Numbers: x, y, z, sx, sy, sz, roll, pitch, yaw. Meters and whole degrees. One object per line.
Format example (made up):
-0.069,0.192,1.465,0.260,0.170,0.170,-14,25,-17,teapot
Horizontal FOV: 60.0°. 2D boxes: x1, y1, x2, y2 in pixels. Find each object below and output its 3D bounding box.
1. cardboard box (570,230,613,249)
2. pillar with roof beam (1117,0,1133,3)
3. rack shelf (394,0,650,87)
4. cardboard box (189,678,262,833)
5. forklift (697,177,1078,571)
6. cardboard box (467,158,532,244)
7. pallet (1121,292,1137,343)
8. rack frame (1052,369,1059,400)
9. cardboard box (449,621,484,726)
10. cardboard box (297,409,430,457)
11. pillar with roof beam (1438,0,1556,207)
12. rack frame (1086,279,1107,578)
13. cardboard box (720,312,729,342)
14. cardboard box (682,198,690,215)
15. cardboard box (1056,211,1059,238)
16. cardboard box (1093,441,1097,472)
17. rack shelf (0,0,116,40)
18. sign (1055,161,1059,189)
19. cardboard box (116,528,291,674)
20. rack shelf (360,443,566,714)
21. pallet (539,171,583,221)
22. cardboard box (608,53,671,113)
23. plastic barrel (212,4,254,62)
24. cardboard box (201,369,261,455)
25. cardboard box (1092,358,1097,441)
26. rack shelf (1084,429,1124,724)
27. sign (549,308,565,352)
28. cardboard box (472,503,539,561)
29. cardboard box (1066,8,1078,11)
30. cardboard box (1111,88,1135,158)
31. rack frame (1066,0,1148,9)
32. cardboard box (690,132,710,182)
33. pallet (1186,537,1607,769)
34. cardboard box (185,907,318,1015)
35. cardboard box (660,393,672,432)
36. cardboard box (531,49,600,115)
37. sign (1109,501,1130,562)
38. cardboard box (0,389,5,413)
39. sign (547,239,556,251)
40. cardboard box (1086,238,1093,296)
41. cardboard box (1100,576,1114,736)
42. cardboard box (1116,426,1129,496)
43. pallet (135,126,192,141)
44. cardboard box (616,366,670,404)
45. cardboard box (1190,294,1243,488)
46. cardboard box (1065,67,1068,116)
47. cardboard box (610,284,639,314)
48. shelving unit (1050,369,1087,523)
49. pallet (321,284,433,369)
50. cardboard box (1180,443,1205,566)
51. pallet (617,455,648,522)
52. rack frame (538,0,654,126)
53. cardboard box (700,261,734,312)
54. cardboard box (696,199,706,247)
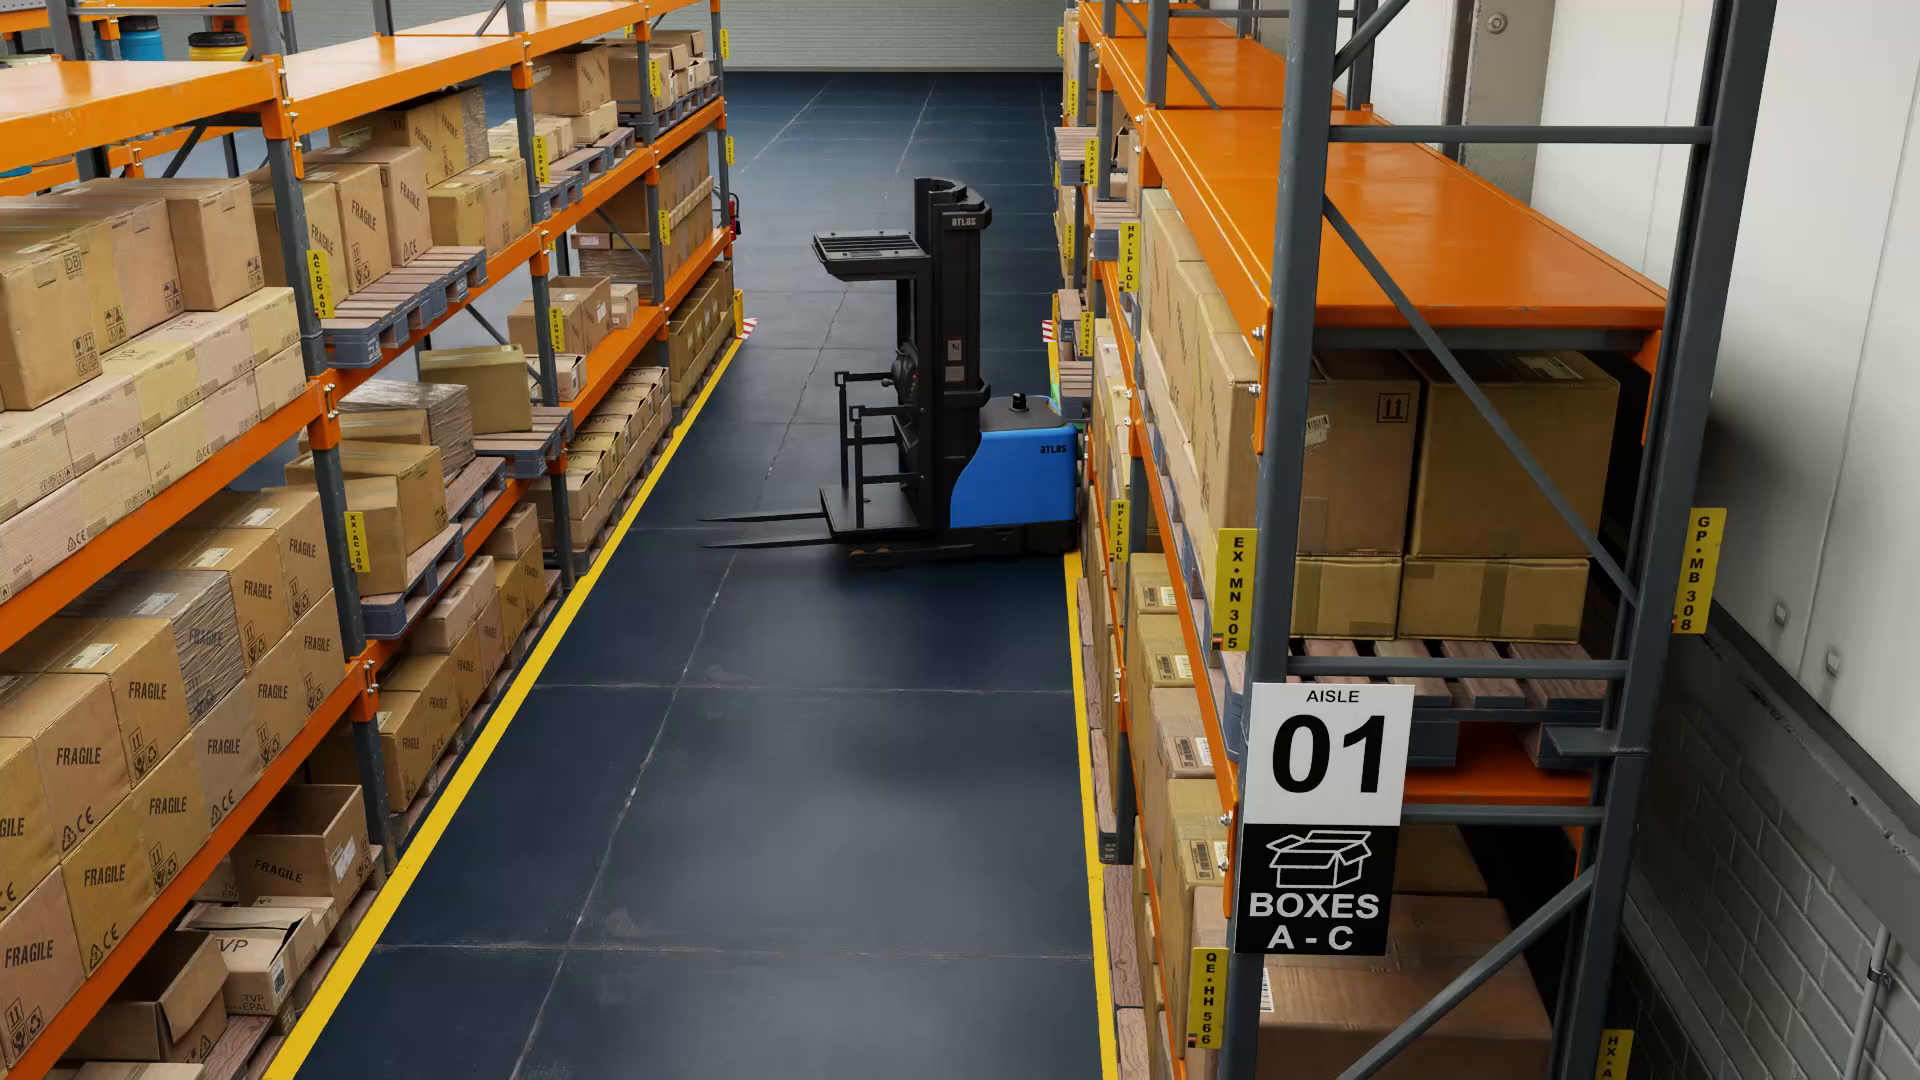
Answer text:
-3.573,-2.931,16.195,0.380,0.149,0.250,1,21,2,cardboard box
-1.389,-10.795,29.204,9.100,9.000,0.400,1,21,2,pillar with roof beam
-3.428,-4.033,13.325,1.077,0.370,4.000,1,21,2,rack shelf
-3.397,0.920,7.166,0.500,0.500,0.500,1,21,3,cardboard box
-0.616,-1.325,13.185,3.031,2.935,1.130,-4,22,-10,forklift
-3.468,-2.322,11.376,0.910,0.500,0.500,1,21,2,cardboard box
1.320,-1.177,8.827,0.805,0.209,1.217,0,21,-1,pallet
0.889,-0.894,14.257,0.240,1.200,0.015,0,24,-3,rack frame
-3.324,0.825,10.396,0.500,0.500,0.500,1,21,2,cardboard box
-3.618,-0.471,10.170,0.700,0.500,0.500,-5,22,-12,cardboard box
-2.119,-2.117,6.839,9.100,9.000,0.400,1,21,2,pillar with roof beam
1.463,-0.982,12.207,1.000,3.000,0.127,1,21,2,rack frame
-2.970,-2.464,19.246,0.500,0.250,0.500,1,21,2,cardboard box
-3.112,-3.576,17.856,0.380,0.149,0.250,0,21,1,cardboard box
1.374,-3.641,19.239,0.500,0.250,0.500,0,21,0,cardboard box
1.112,-0.572,11.469,0.380,0.149,0.250,1,21,3,cardboard box
-8.379,-4.089,13.469,1.077,0.370,4.000,1,21,2,rack shelf
1.164,-4.284,19.520,0.100,0.325,0.005,1,21,2,sign
-3.380,0.269,7.461,0.500,0.500,0.500,0,21,1,cardboard box
-3.550,0.023,10.610,1.077,0.370,4.000,1,21,2,rack shelf
-3.557,-2.592,12.470,1.213,0.211,1.003,2,21,4,pallet
-3.088,-4.367,15.871,0.500,0.500,0.500,2,21,6,cardboard box
-8.084,-5.601,18.790,0.600,0.830,0.708,1,21,2,plastic barrel
-3.385,-0.558,7.175,0.500,0.250,0.500,1,21,2,cardboard box
1.192,-1.004,11.686,0.500,0.500,0.500,1,21,3,cardboard box
1.402,0.076,10.473,1.077,0.370,4.000,1,21,2,rack shelf
-2.946,-1.536,12.142,0.100,0.325,0.005,1,21,2,sign
-3.280,-0.063,11.650,0.500,0.250,0.500,1,21,4,cardboard box
1.452,-5.659,18.564,0.500,0.500,0.500,-1,21,-2,cardboard box
1.450,-3.426,13.641,0.500,0.500,0.500,0,21,0,cardboard box
1.706,-6.671,18.576,1.000,3.000,0.127,1,21,2,rack frame
-3.274,-4.391,19.062,0.700,0.500,0.500,1,21,2,cardboard box
1.232,0.285,4.917,1.003,0.211,1.213,1,21,2,pallet
-3.367,1.940,7.785,0.500,0.311,0.500,1,21,2,cardboard box
-3.090,-1.242,16.098,0.500,0.250,0.500,0,21,1,cardboard box
-3.419,-3.927,14.239,0.500,0.500,0.500,3,21,7,cardboard box
0.798,-0.041,8.291,0.100,0.325,0.005,1,21,2,sign
-3.725,-0.602,5.559,0.700,0.500,0.500,1,21,2,cardboard box
-3.922,-2.928,15.915,0.100,0.325,0.005,1,21,2,sign
1.535,-2.496,15.363,0.700,0.500,0.500,1,21,2,cardboard box
1.255,0.713,10.230,0.750,0.750,0.750,1,21,3,cardboard box
1.125,-0.437,9.187,0.500,0.250,0.500,1,21,3,cardboard box
-8.394,-4.110,16.382,1.213,0.211,1.003,1,21,2,pallet
-3.093,-1.507,16.006,0.500,0.311,0.500,1,21,2,cardboard box
0.995,-0.459,5.163,0.500,0.500,0.500,1,21,3,cardboard box
1.382,-4.829,17.809,0.500,0.500,0.500,2,21,4,cardboard box
-3.338,-2.233,15.638,0.500,0.250,0.500,2,21,5,cardboard box
0.902,-0.796,14.034,0.258,1.200,0.503,0,24,-3,shelving unit
-3.520,-1.135,8.713,1.213,0.211,1.003,1,21,2,pallet
0.991,-0.116,5.317,0.500,0.250,0.500,0,21,0,cardboard box
-3.385,-0.472,14.748,1.003,0.211,1.213,1,21,2,pallet
-3.367,-5.278,14.986,1.000,3.000,0.127,1,21,2,rack frame
-2.964,-2.994,19.576,0.500,0.500,0.500,1,21,2,cardboard box
-3.284,-3.616,18.856,0.700,0.500,0.500,1,21,3,cardboard box
